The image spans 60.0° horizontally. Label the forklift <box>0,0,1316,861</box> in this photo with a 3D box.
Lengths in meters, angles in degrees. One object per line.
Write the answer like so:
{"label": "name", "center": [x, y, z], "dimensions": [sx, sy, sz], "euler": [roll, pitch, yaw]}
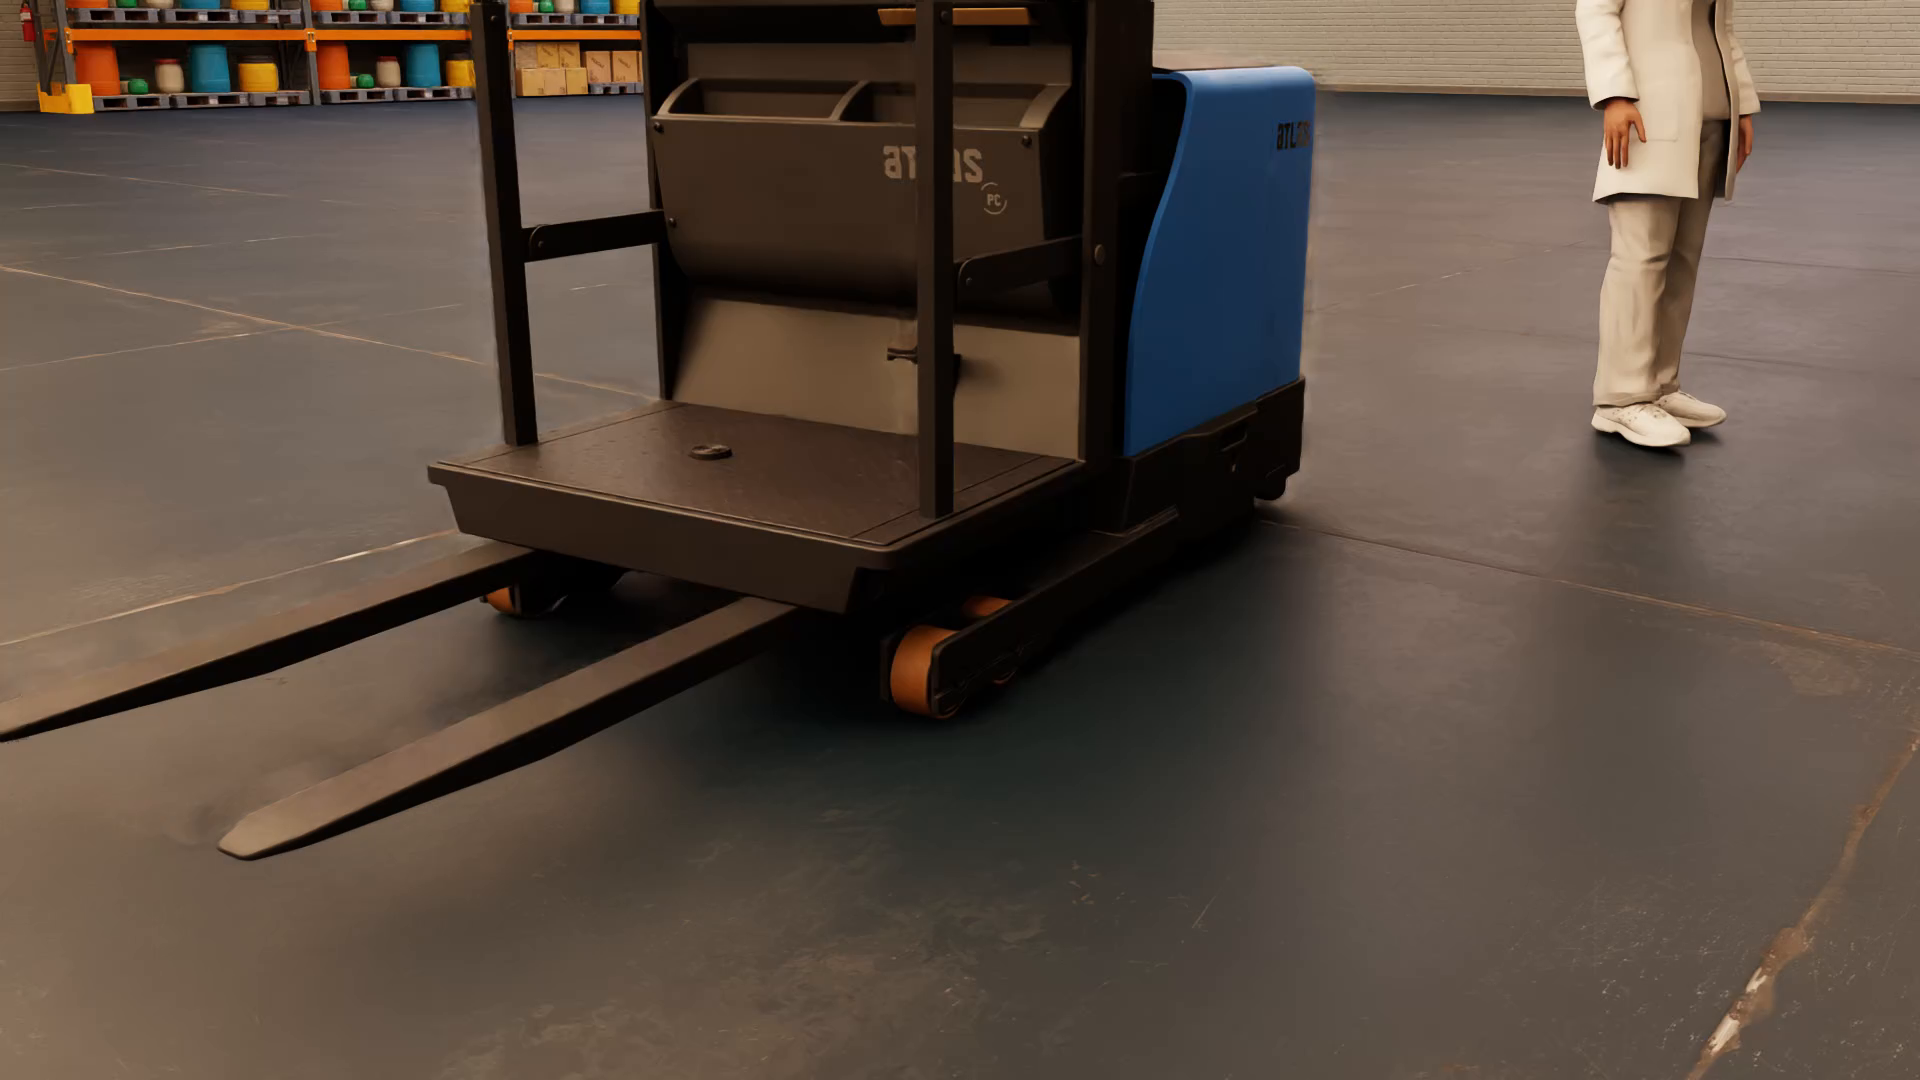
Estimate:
{"label": "forklift", "center": [-0.323, -1.242, 2.986], "dimensions": [1.130, 2.935, 3.031], "euler": [10, 20, 30]}

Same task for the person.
{"label": "person", "center": [2.141, -1.206, 4.832], "dimensions": [0.695, 1.775, 0.582], "euler": [-10, 20, -30]}
